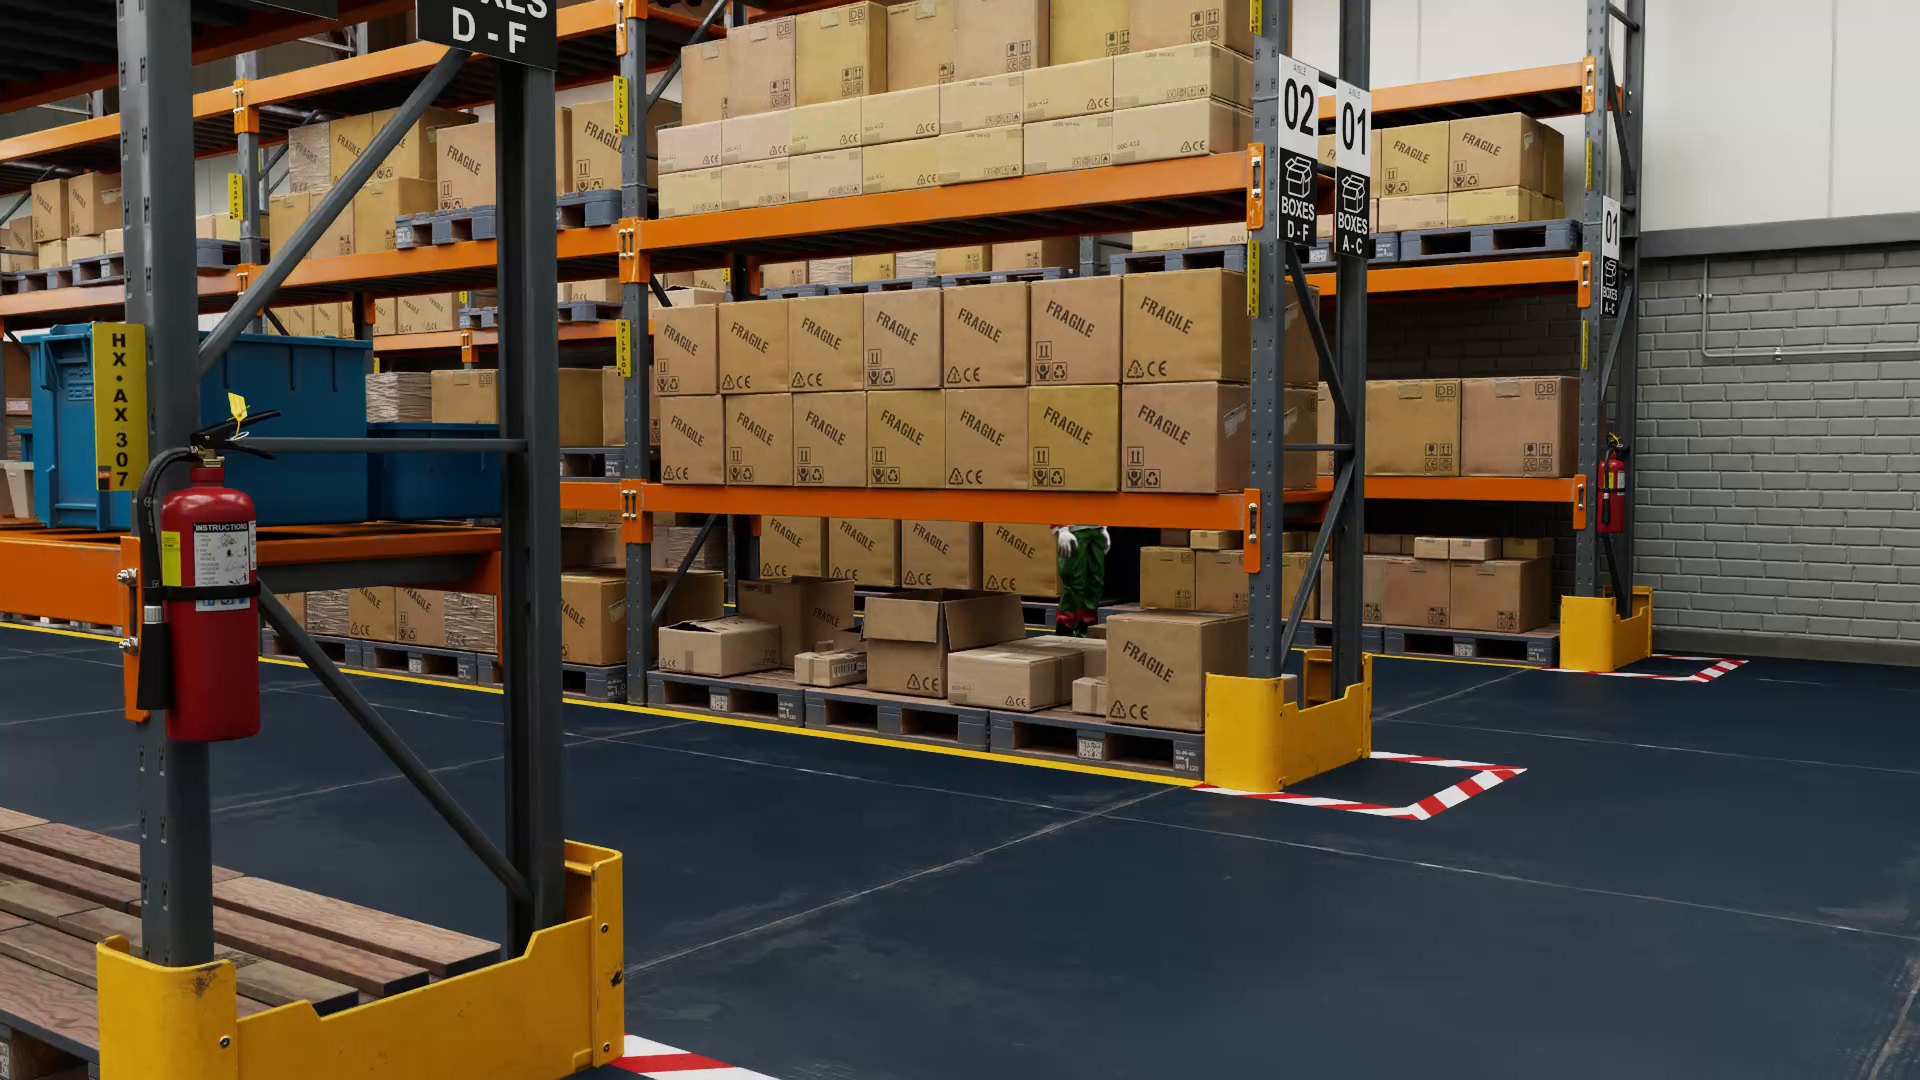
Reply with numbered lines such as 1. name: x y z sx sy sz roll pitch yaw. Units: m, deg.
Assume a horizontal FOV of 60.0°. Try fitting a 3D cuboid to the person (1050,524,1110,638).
1. person: 0.880 -0.036 11.863 0.452 1.778 0.606 2 4 36
